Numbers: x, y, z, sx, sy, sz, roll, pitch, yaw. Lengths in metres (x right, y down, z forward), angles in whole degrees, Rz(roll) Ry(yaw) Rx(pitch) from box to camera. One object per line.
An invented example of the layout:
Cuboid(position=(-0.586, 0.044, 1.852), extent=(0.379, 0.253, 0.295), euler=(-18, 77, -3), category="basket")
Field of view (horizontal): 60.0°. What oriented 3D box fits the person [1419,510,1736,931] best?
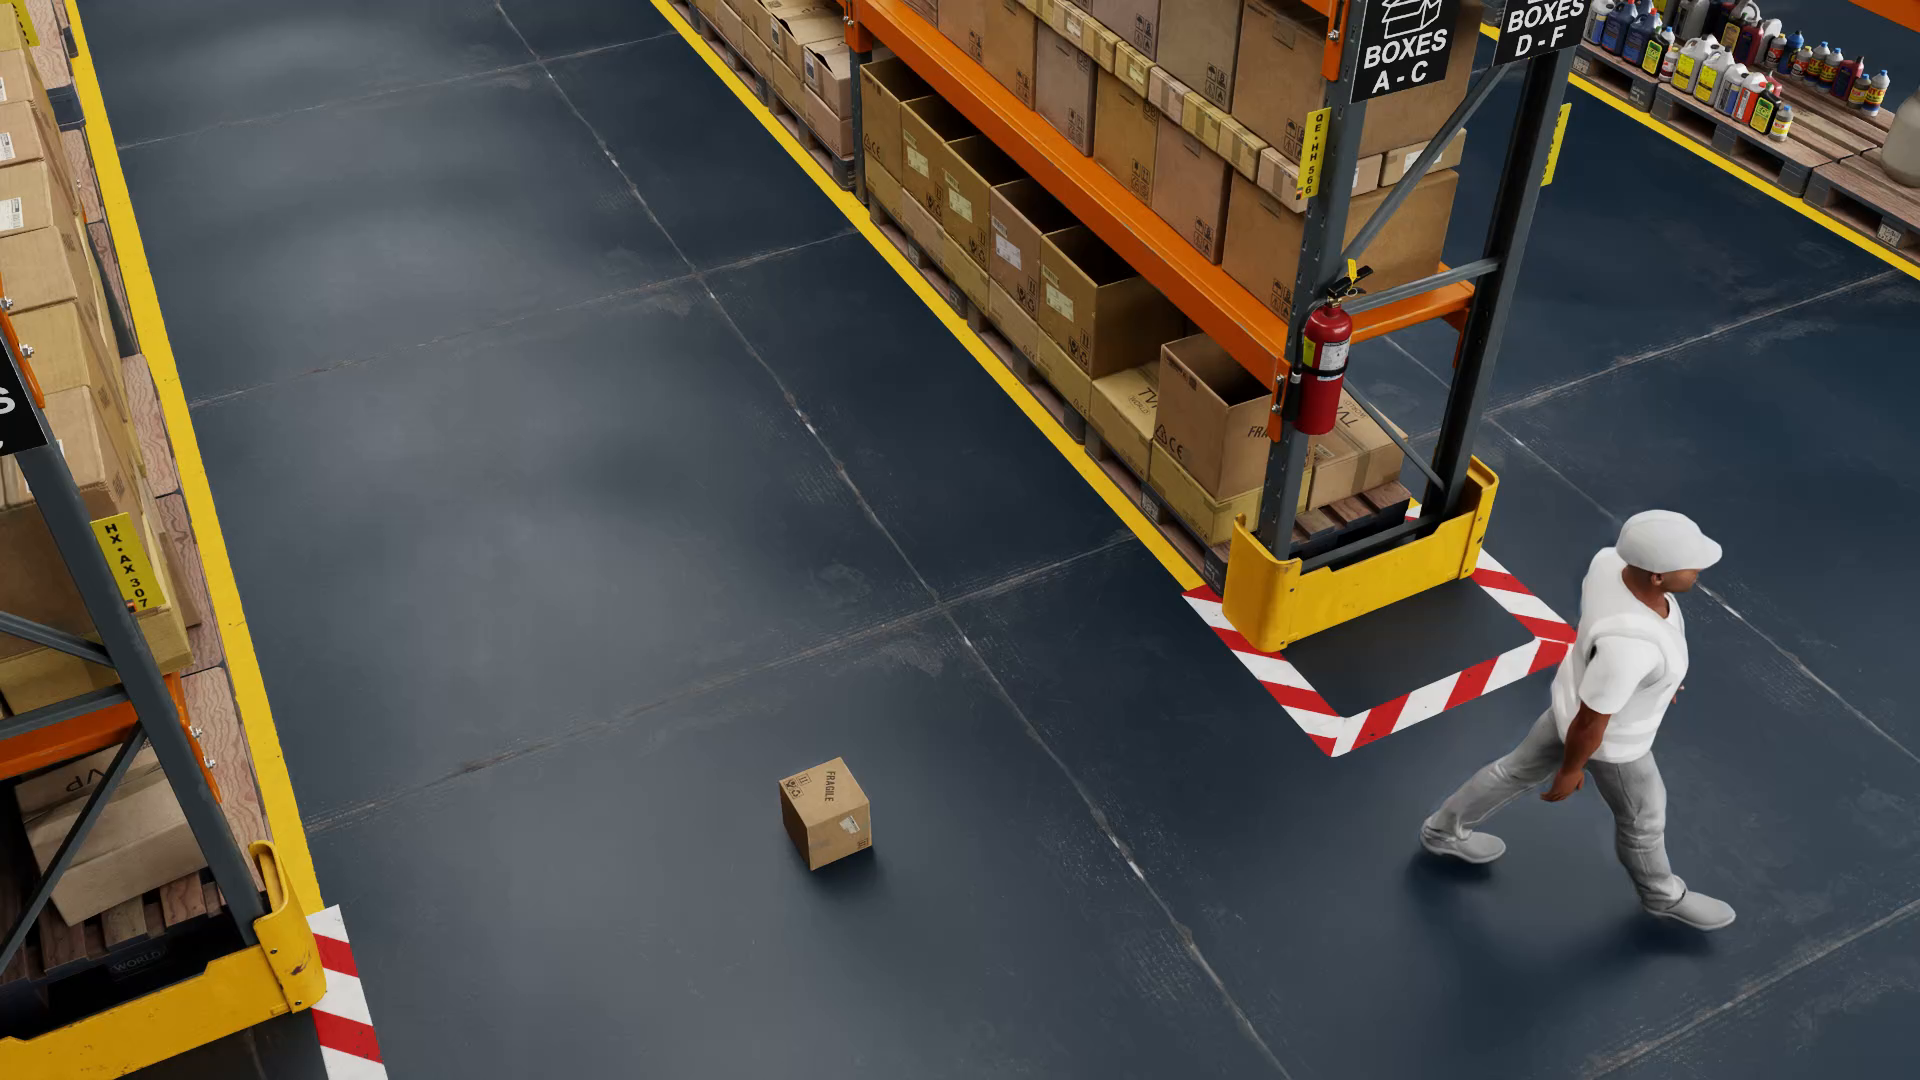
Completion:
Cuboid(position=(2.198, 0.574, 5.466), extent=(1.077, 1.707, 0.581), euler=(6, 41, 7), category="person")
